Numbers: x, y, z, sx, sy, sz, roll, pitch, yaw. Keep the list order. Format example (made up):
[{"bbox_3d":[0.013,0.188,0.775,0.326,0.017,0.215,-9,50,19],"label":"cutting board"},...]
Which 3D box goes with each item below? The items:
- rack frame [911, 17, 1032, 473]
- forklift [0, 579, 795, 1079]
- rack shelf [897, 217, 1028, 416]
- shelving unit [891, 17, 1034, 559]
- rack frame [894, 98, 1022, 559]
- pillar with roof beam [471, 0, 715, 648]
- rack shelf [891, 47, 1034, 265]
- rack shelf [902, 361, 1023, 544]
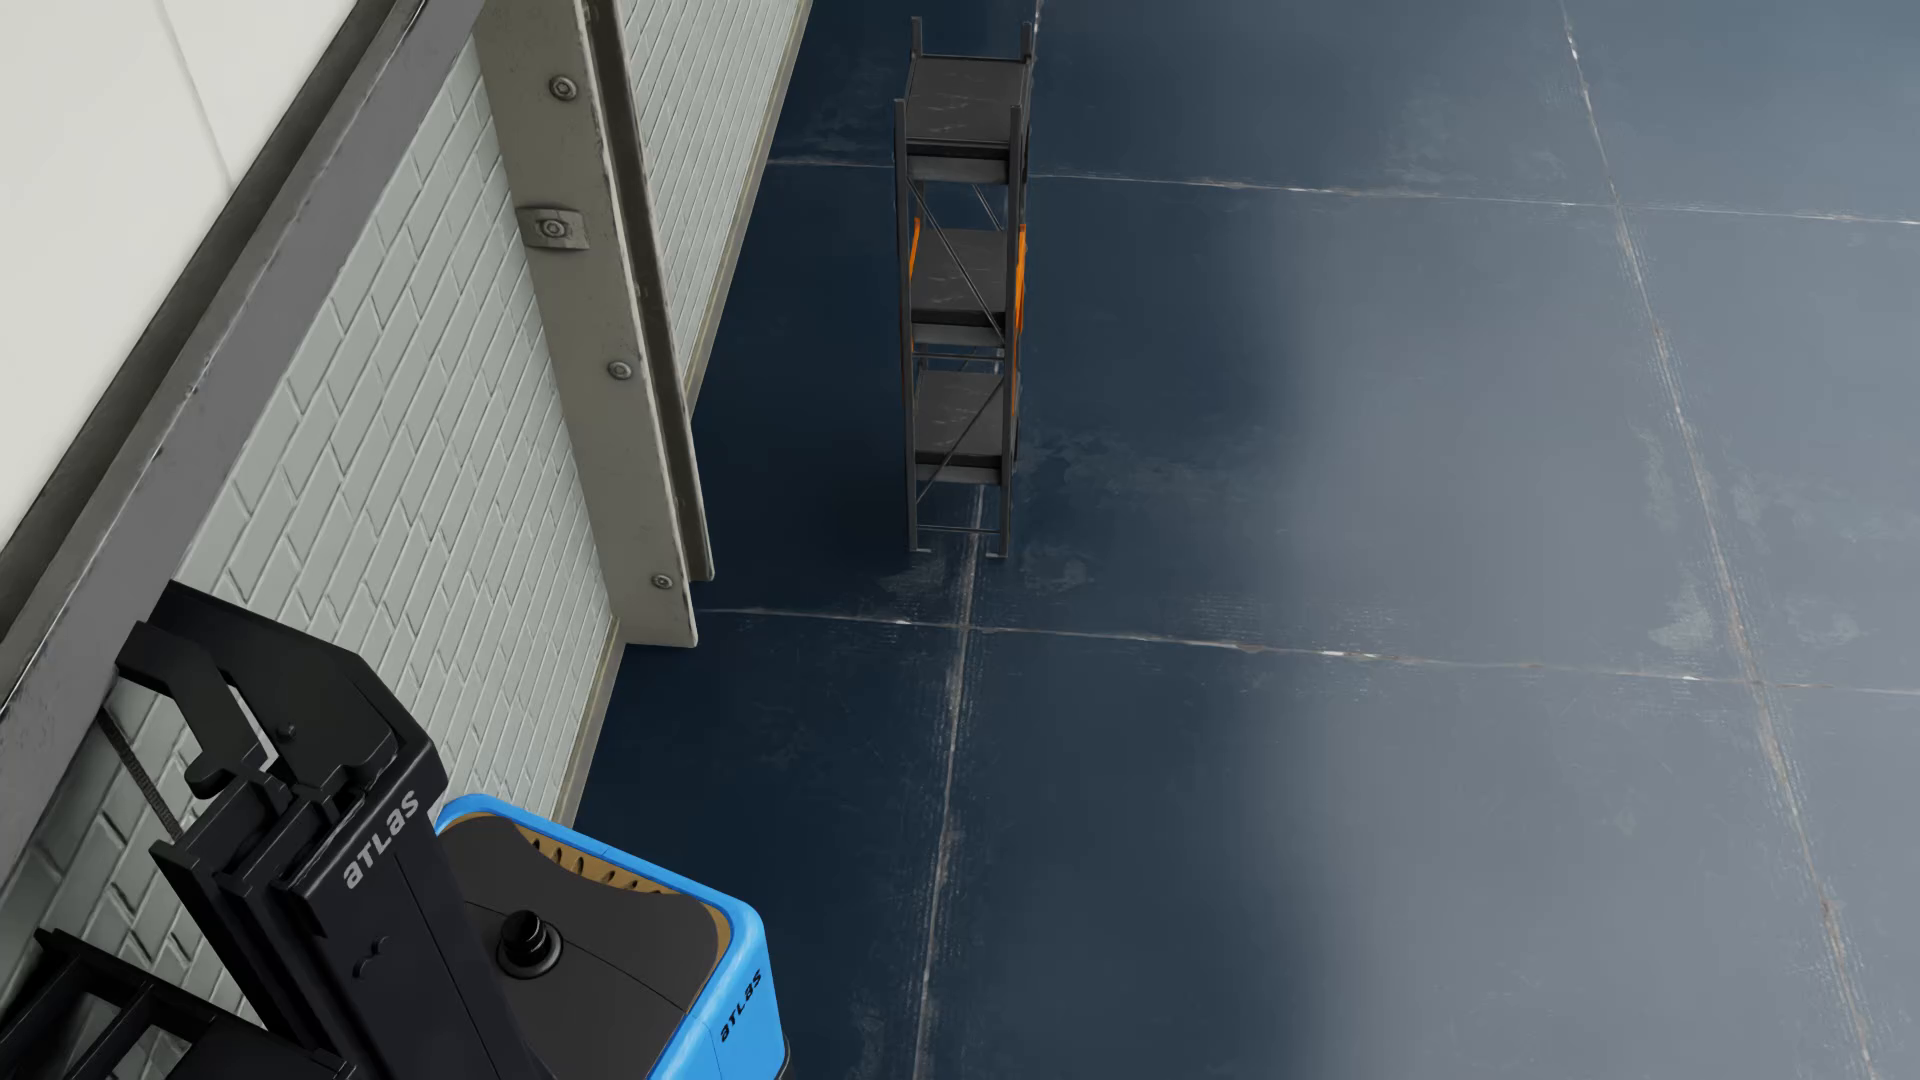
[{"bbox_3d":[0.037,-1.010,6.276,0.400,2.100,0.015,4,48,4],"label":"rack frame"},{"bbox_3d":[-1.577,1.568,3.355,1.130,2.935,3.031,19,50,16],"label":"forklift"},{"bbox_3d":[0.015,-0.821,6.122,0.431,0.518,0.480,4,48,4],"label":"rack shelf"},{"bbox_3d":[0.015,-0.830,6.112,0.431,2.100,0.503,4,48,4],"label":"shelving unit"},{"bbox_3d":[-0.007,-0.651,5.948,0.400,2.100,0.015,4,48,4],"label":"rack frame"},{"bbox_3d":[3.134,-2.489,2.954,9.100,9.000,0.400,4,48,4],"label":"pillar with roof beam"},{"bbox_3d":[0.015,-1.294,5.606,0.431,0.518,0.480,4,48,4],"label":"rack shelf"},{"bbox_3d":[0.015,-0.349,6.639,0.431,0.518,0.480,4,48,4],"label":"rack shelf"}]
